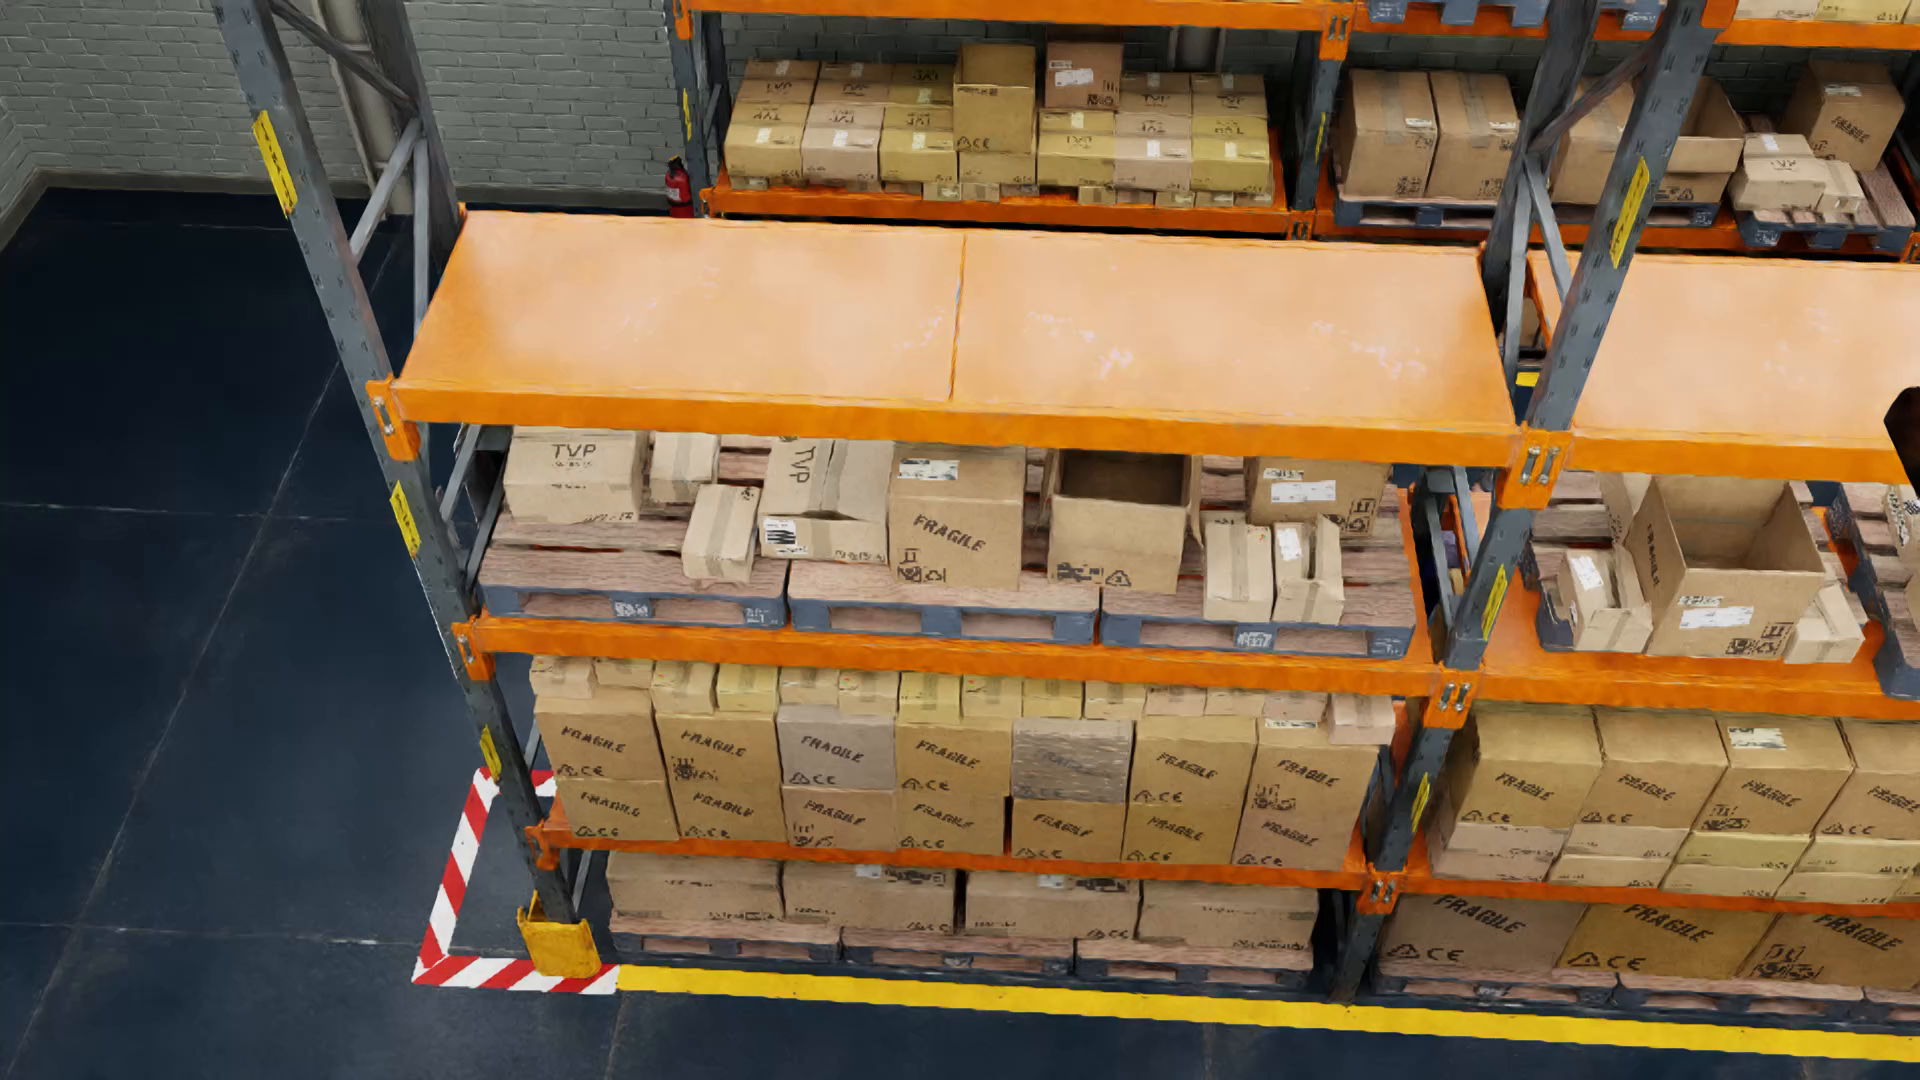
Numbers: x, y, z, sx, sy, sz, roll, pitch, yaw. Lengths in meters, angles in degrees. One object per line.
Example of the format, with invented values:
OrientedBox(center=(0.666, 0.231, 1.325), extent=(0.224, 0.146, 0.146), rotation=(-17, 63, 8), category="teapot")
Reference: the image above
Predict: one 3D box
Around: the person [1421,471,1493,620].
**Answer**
OrientedBox(center=(2.834, 0.268, 9.447), extent=(0.523, 1.553, 0.471), rotation=(26, 53, 21), category="person")
